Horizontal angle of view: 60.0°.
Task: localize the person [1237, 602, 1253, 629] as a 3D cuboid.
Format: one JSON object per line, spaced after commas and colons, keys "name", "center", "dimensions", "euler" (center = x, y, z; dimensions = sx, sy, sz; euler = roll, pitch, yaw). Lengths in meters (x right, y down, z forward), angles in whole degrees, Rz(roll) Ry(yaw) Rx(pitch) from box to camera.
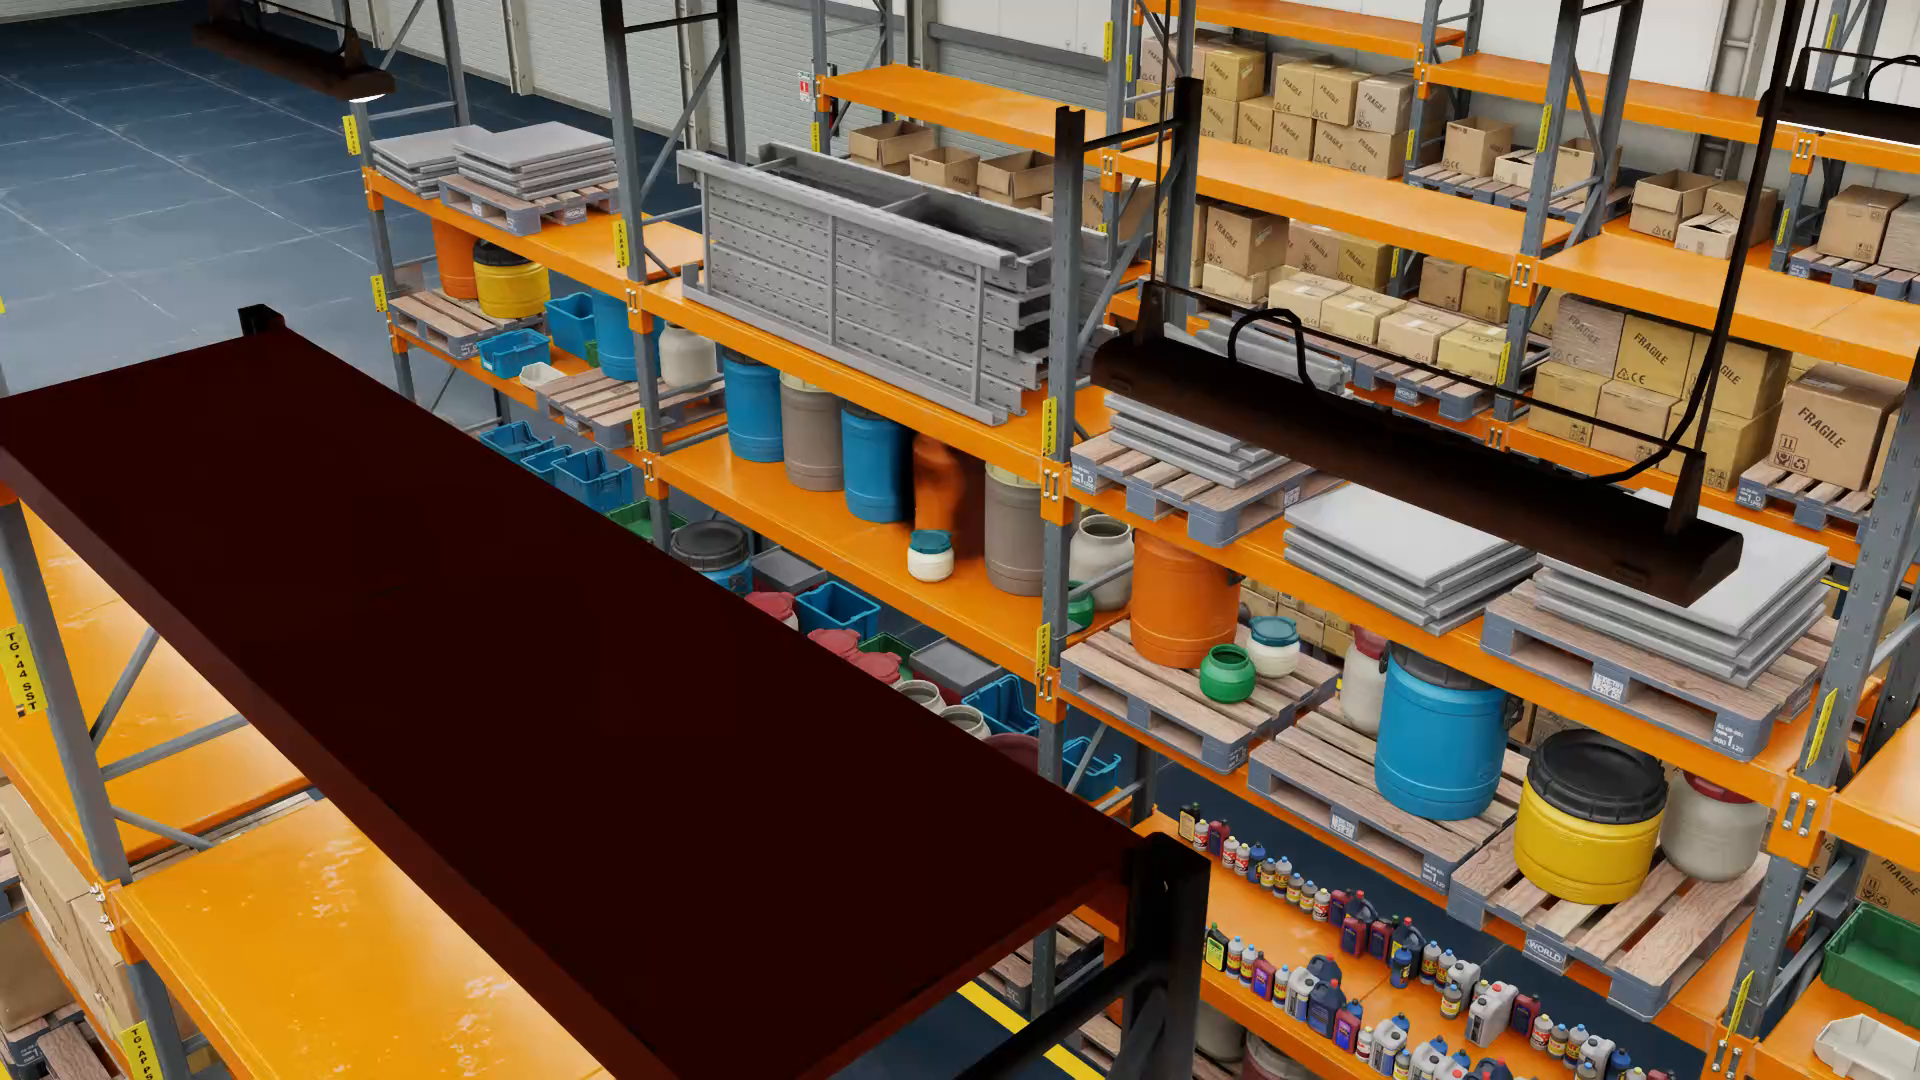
{"name": "person", "center": [2.419, 1.269, 12.864], "dimensions": [0.960, 1.619, 0.599], "euler": [13, 31, 23]}
